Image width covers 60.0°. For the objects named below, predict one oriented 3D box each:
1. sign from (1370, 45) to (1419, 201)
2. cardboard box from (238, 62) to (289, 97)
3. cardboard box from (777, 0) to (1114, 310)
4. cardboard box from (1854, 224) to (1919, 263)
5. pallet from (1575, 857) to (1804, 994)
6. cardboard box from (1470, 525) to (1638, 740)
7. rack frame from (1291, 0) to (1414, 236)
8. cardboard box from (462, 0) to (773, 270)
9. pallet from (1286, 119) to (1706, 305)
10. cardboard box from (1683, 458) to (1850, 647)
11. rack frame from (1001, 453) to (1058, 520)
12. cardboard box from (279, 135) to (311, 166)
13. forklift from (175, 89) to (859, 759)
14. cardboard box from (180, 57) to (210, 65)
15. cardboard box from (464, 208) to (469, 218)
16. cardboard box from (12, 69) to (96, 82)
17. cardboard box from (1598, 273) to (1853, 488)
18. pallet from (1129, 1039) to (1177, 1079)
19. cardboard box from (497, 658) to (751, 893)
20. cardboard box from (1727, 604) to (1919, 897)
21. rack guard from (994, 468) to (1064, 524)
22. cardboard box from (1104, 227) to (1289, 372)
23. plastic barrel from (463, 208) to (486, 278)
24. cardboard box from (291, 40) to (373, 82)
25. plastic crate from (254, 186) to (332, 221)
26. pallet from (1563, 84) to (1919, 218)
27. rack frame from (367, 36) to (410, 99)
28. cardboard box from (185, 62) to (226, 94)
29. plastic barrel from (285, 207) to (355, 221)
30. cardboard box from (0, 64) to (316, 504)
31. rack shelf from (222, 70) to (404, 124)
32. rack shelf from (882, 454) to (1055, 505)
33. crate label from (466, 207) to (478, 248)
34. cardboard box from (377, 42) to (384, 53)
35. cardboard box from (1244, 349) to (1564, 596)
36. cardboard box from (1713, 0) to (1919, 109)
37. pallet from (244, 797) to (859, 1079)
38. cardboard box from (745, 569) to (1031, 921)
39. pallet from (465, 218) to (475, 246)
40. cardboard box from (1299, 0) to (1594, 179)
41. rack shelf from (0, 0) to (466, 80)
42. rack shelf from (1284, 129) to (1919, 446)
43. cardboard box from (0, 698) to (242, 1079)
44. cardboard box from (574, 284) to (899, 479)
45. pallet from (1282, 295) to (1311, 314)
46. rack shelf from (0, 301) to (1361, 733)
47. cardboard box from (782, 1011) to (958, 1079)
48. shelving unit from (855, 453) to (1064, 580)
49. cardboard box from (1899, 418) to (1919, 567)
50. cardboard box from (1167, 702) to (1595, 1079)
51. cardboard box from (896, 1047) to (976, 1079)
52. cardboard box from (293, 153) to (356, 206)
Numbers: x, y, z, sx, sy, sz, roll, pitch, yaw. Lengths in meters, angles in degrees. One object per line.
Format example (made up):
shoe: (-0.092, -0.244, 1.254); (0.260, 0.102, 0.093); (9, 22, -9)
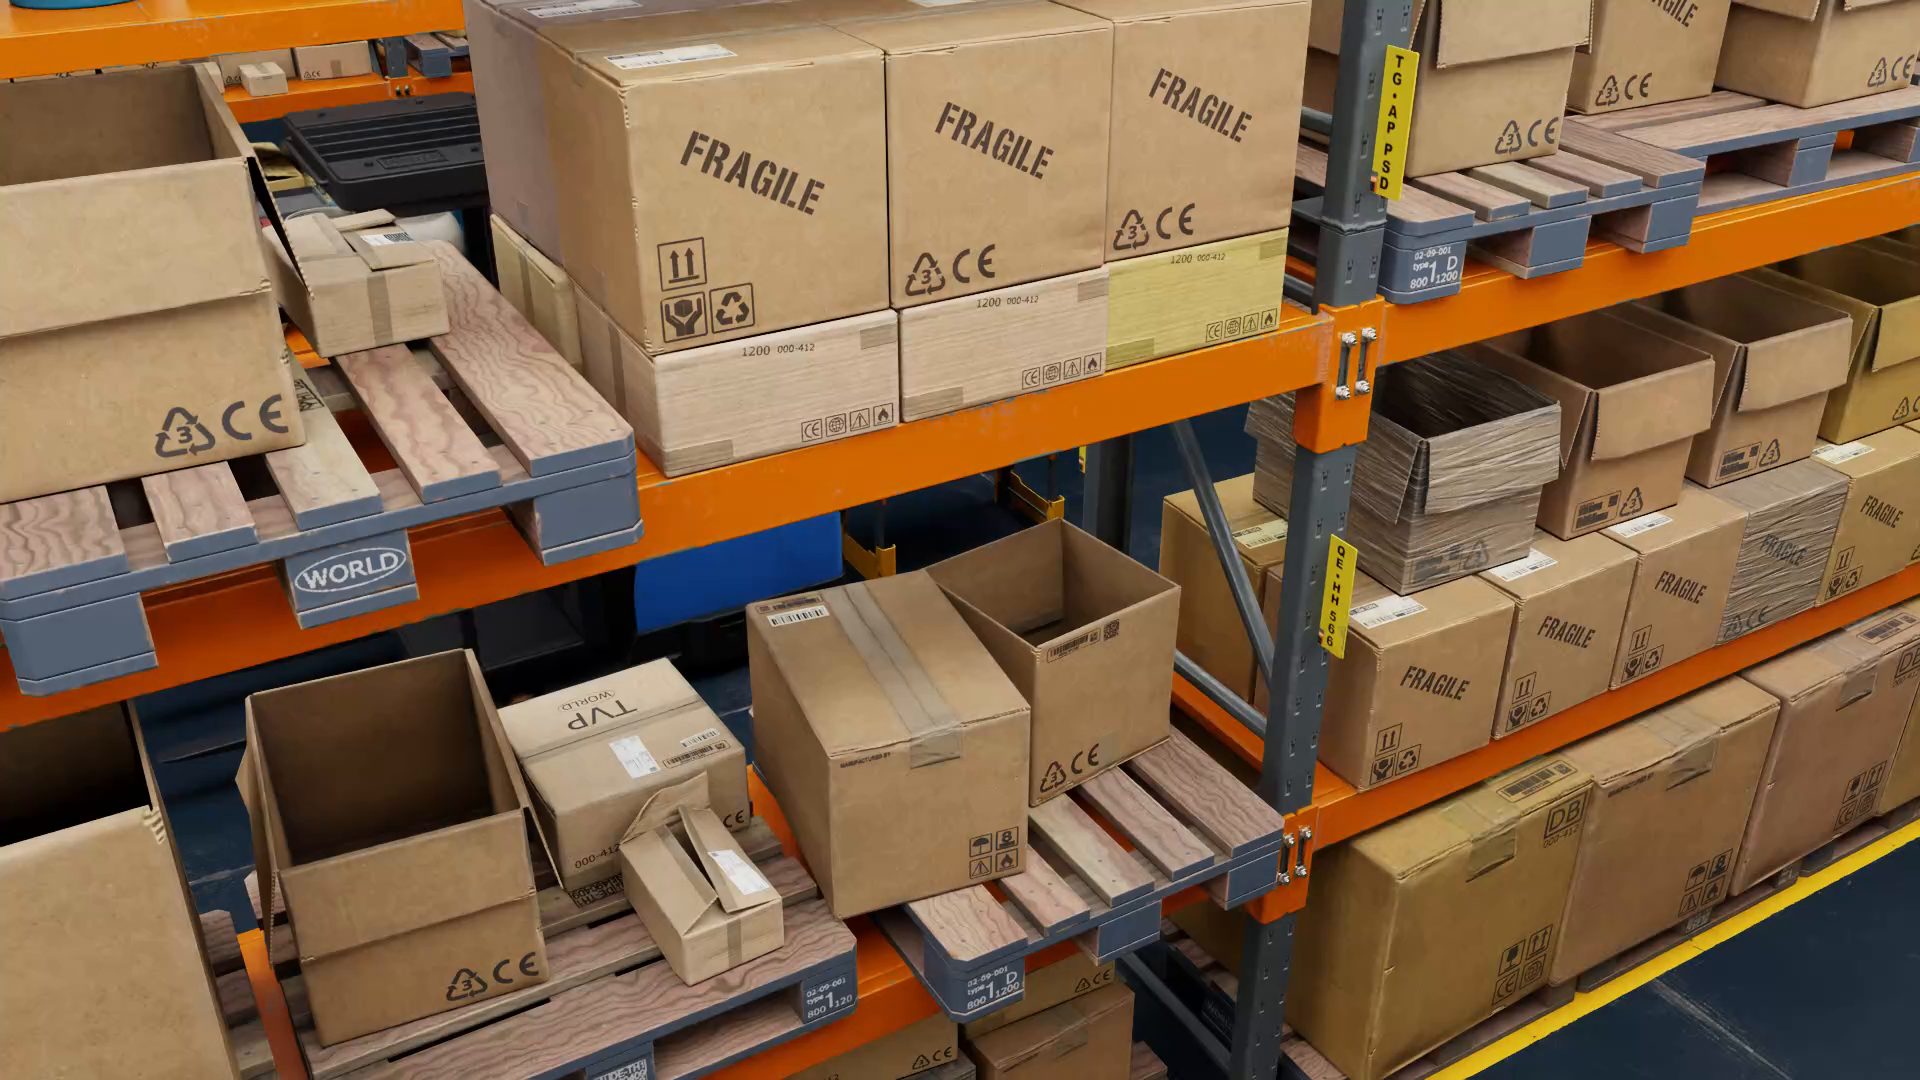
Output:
sign: (0.955, -0.918, 3.670); (0.005, 0.325, 0.100); (-16, 33, -26)
cardboard box: (-4.969, -3.288, 11.863); (0.250, 0.149, 0.380); (-16, 33, -26)
cardboard box: (-0.039, -0.830, 3.424); (0.500, 0.500, 0.500); (-16, 33, -26)
cardboard box: (3.584, -0.908, 6.148); (0.637, 0.503, 0.797); (-17, 33, -28)
pallet: (2.450, 1.157, 6.434); (1.213, 0.211, 1.003); (-16, 33, -26)
cardboard box: (1.682, 0.218, 5.147); (0.500, 0.500, 0.500); (-17, 33, -28)
rack frame: (0.682, -2.232, 3.481); (0.127, 3.000, 1.000); (-16, 33, -26)
cardboard box: (-0.723, -0.925, 3.596); (0.500, 0.500, 0.500); (-17, 33, -28)
pallet: (1.210, -1.016, 4.577); (1.003, 0.211, 1.213); (-14, 32, -24)
cardboard box: (2.554, -0.030, 5.597); (0.500, 0.500, 0.500); (-16, 33, -26)
rack frame: (0.365, -0.760, 8.575); (0.032, 1.500, 0.500); (-16, 33, -26)
cardboard box: (-4.934, -2.953, 12.826); (0.500, 0.311, 0.500); (-15, 32, -25)
forklift: (-2.015, -0.718, 7.017); (3.031, 2.935, 1.130); (-16, 33, -26)
cardboard box: (-7.441, -4.696, 16.286); (0.500, 0.500, 0.700); (-15, 32, -26)
cardboard box: (-3.796, -2.824, 12.894); (0.500, 0.500, 0.500); (-14, 32, -24)
cardboard box: (-6.226, -3.230, 11.395); (0.500, 0.500, 0.500); (-16, 33, -26)
cardboard box: (2.458, -0.586, 5.565); (0.637, 0.503, 0.797); (-15, 32, -25)
pallet: (0.007, 1.806, 5.258); (1.213, 0.211, 1.003); (-16, 33, -26)
cardboard box: (-0.880, 0.591, 4.295); (0.500, 0.250, 0.500); (-17, 33, -28)
cardboard box: (2.819, 0.546, 6.420); (0.875, 0.875, 1.225); (-17, 33, -28)
rack guard: (0.364, -0.213, 8.877); (0.087, 0.250, 0.587); (-16, 33, -26)
cardboard box: (0.396, -0.634, 3.846); (0.500, 0.250, 0.500); (-16, 33, -26)
plastic barrel: (-2.074, -1.488, 8.202); (0.708, 0.536, 0.600); (-16, 33, -26)
cardboard box: (-4.669, -3.623, 12.303); (0.500, 0.311, 0.500); (-14, 32, -23)
plastic crate: (-3.376, -1.428, 8.168); (0.583, 0.464, 0.402); (-16, 33, -26)
pallet: (2.173, -1.291, 5.075); (1.213, 0.211, 1.003); (-14, 32, -24)
rack frame: (-4.334, -3.733, 12.410); (0.127, 3.000, 1.000); (-16, 33, -26)
cardboard box: (-5.405, -3.287, 11.862); (0.250, 0.149, 0.380); (-13, 32, -23)
plastic barrel: (-2.969, -1.274, 7.838); (0.421, 0.512, 0.421); (0, 29, 0)
cardboard box: (-1.500, -0.473, 2.857); (0.637, 0.503, 0.797); (-14, 32, -24)
rack shelf: (-6.058, -2.928, 11.696); (4.000, 0.370, 1.077); (-16, 33, -26)
rack shelf: (-0.074, -0.478, 8.437); (1.000, 0.185, 0.538); (-16, 33, -26)
crate label: (-2.381, -1.648, 8.806); (0.416, 0.233, 0.303); (-16, 33, -26)
cardboard box: (-6.146, -5.164, 16.792); (0.750, 0.750, 0.750); (-16, 33, -27)
cardboard box: (1.320, -0.260, 4.976); (0.637, 0.503, 0.797); (-15, 32, -25)
cardboard box: (2.432, -1.657, 5.001); (0.637, 0.503, 0.797); (-16, 33, -27)
pallet: (-1.004, 0.980, 4.068); (1.213, 0.211, 1.003); (-16, 33, -26)
cardboard box: (-0.194, 0.494, 4.212); (0.500, 0.500, 0.700); (-11, 31, -19)
pallet: (-3.671, -2.679, 13.386); (1.213, 0.211, 1.003); (-16, 33, -26)
cardboard box: (1.171, -1.327, 4.404); (0.637, 0.503, 0.797); (-14, 32, -23)
rack shelf: (-3.552, -2.177, 7.231); (4.000, 0.370, 1.077); (-16, 33, -26)
rack shelf: (2.406, -1.093, 5.266); (4.000, 0.370, 1.077); (-16, 33, -26)
cardboard box: (-2.011, 0.791, 3.156); (1.000, 1.000, 1.000); (-16, 33, -26)
cardboard box: (-0.459, -0.385, 3.395); (0.500, 0.250, 0.500); (-15, 32, -25)
pallet: (2.236, -1.623, 11.472); (1.213, 0.211, 1.003); (-16, 33, -26)
rack shelf: (-1.043, -0.114, 3.492); (4.000, 0.370, 1.077); (-16, 33, -26)
cardboard box: (-0.333, 1.279, 4.684); (0.500, 0.250, 0.500); (-12, 31, -21)
shelving unit: (-0.066, -0.638, 8.354); (1.083, 1.500, 0.587); (-16, 33, -26)
cardboard box: (3.435, -0.282, 6.052); (0.500, 0.500, 0.500); (-15, 32, -25)
cardboard box: (1.287, 0.981, 5.633); (0.875, 0.875, 1.225); (-17, 33, -29)
cardboard box: (-0.358, 1.610, 4.860); (0.500, 0.500, 0.700); (-19, 34, -30)
cardboard box: (-4.661, -2.728, 12.419); (0.500, 0.311, 0.500); (-15, 32, -25)
